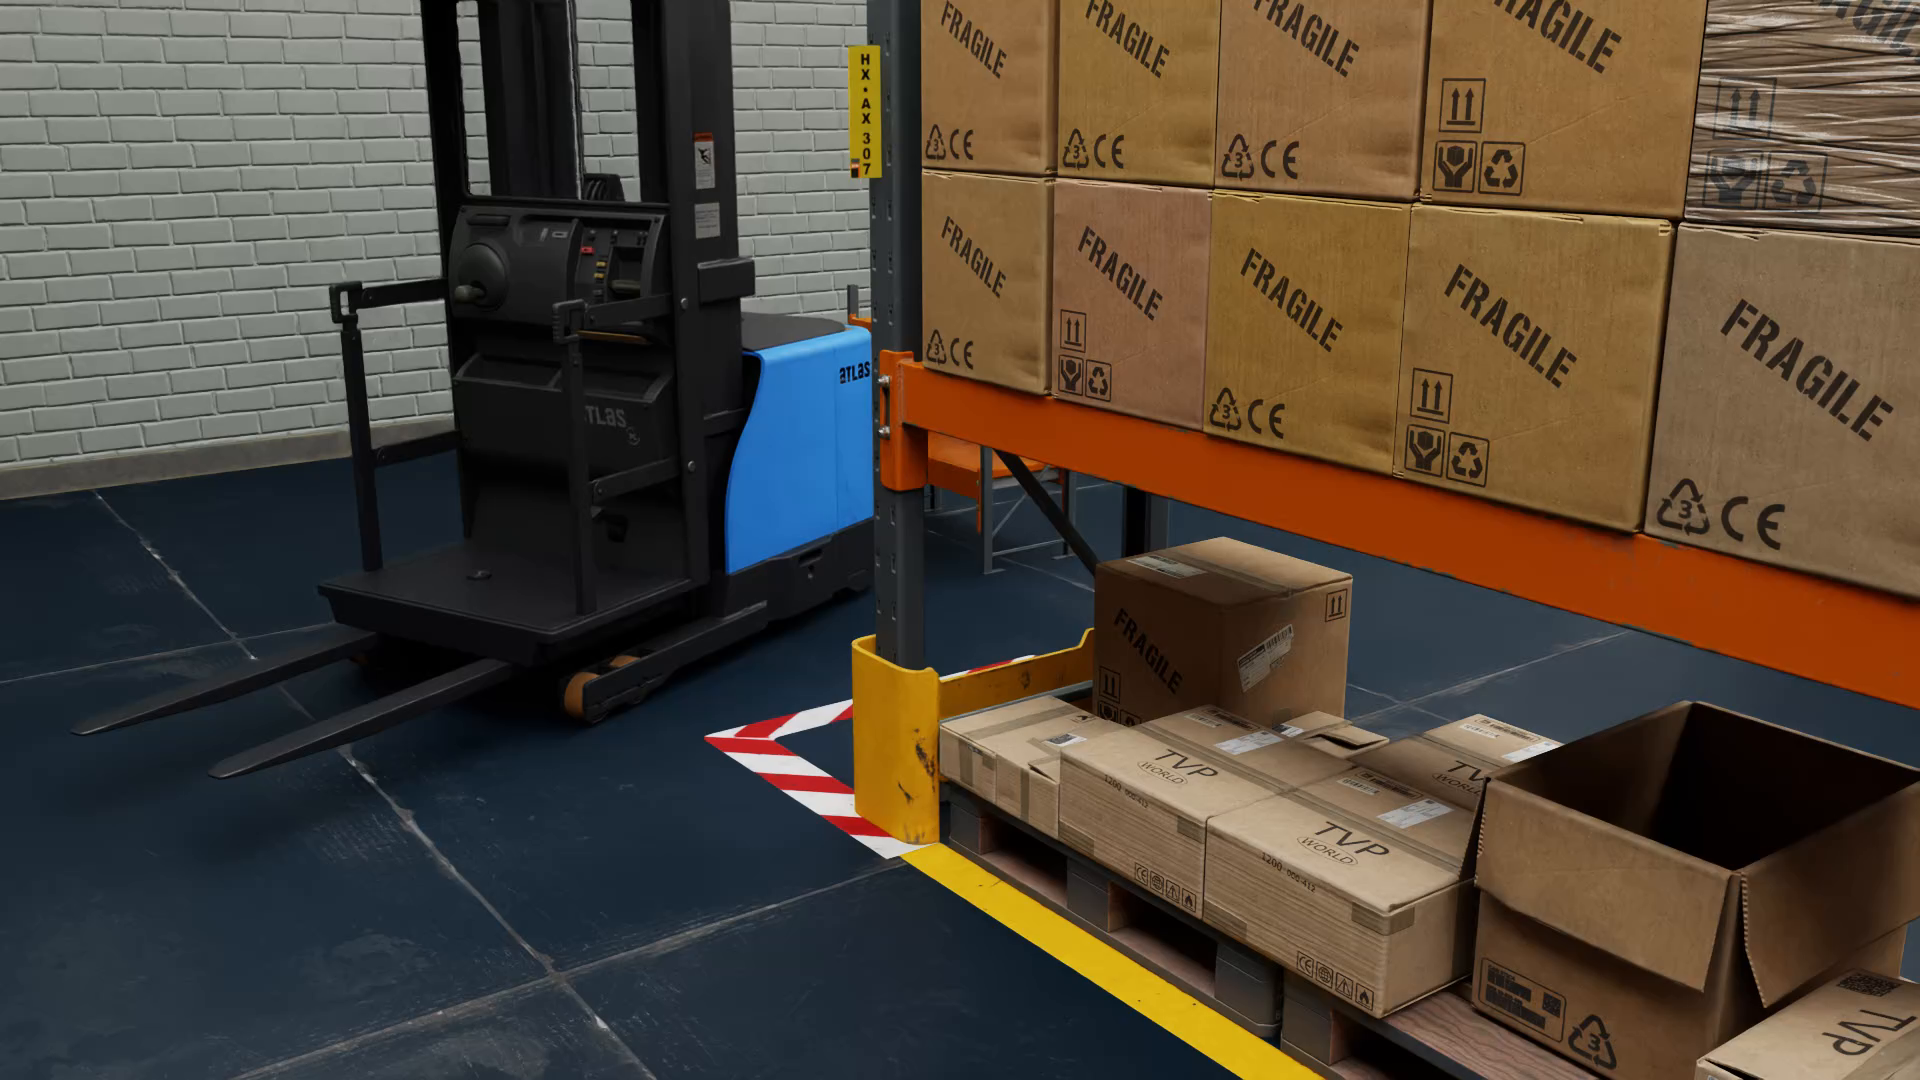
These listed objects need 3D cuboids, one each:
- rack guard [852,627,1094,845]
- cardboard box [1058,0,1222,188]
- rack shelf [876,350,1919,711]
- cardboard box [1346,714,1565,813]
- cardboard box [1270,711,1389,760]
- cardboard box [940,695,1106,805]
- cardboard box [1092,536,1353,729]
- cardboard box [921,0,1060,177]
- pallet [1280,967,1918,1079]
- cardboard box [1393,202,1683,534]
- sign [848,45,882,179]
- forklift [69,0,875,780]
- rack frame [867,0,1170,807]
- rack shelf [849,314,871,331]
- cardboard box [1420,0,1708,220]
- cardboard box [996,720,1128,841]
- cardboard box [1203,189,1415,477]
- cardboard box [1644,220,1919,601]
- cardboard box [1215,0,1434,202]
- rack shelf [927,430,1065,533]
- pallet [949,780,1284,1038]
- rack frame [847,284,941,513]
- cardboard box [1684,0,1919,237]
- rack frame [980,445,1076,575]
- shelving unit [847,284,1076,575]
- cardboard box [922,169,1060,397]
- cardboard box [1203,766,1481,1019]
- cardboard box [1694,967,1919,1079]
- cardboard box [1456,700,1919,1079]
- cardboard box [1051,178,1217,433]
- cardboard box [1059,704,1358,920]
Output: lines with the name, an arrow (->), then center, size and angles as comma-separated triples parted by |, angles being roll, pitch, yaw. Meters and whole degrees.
rack guard -> 0.246, 0.471, 4.909 | 1.175, 0.500, 0.348 | -11, 19, -35
cardboard box -> 0.562, -1.035, 3.594 | 0.500, 0.500, 0.500 | -11, 19, -34
rack shelf -> 1.377, 0.023, 3.173 | 1.077, 0.370, 4.000 | -11, 19, -35
cardboard box -> 1.255, 0.648, 3.900 | 0.500, 0.250, 0.500 | -11, 19, -35
cardboard box -> 0.886, 0.582, 4.303 | 0.380, 0.166, 0.250 | -11, 19, -35
cardboard box -> 0.169, 0.555, 4.435 | 0.380, 0.149, 0.250 | -11, 19, -35
cardboard box -> 0.720, 0.320, 4.626 | 0.500, 0.500, 0.500 | -11, 19, -35
cardboard box -> 0.249, -1.146, 3.997 | 0.500, 0.500, 0.500 | -10, 18, -33
pallet -> 1.429, 1.041, 3.374 | 1.003, 0.211, 1.213 | -11, 19, -35
cardboard box -> 1.142, -0.340, 2.946 | 0.500, 0.500, 0.500 | -11, 19, -34
sign -> -0.238, -1.084, 4.216 | 0.100, 0.325, 0.005 | -11, 19, -35
forklift -> -1.495, -0.956, 5.516 | 1.130, 2.935, 3.031 | 9, 18, 29
rack frame -> 0.201, -0.751, 4.638 | 1.000, 3.000, 0.127 | -11, 19, -35
rack shelf -> -0.004, -0.826, 7.356 | 0.538, 0.278, 1.000 | -11, 19, -35
cardboard box -> 1.152, -0.819, 2.805 | 0.500, 0.500, 0.500 | -11, 19, -35
cardboard box -> 0.316, 0.599, 4.237 | 0.380, 0.166, 0.250 | -11, 19, -35
cardboard box -> 0.849, -0.447, 3.336 | 0.500, 0.500, 0.500 | -11, 19, -35
cardboard box -> 1.444, -0.231, 2.550 | 0.500, 0.500, 0.500 | -10, 18, -33
cardboard box -> 0.853, -0.928, 3.201 | 0.500, 0.500, 0.500 | -11, 19, -34
rack shelf -> -0.004, -0.308, 7.497 | 0.538, 0.278, 1.000 | -11, 19, -35
pallet -> 0.715, 0.780, 4.326 | 1.003, 0.211, 1.213 | -11, 19, -35
rack frame -> -0.303, -0.653, 7.829 | 0.500, 1.125, 0.032 | -11, 19, -35
cardboard box -> 1.447, -0.712, 2.411 | 0.500, 0.500, 0.500 | -11, 19, -34
rack frame -> 0.295, -0.435, 7.036 | 0.500, 1.125, 0.032 | -11, 19, -35
shelving unit -> -0.004, -0.544, 7.433 | 0.538, 1.125, 1.048 | -11, 19, -35
cardboard box -> 0.249, -0.664, 4.129 | 0.500, 0.500, 0.500 | -10, 18, -33
cardboard box -> 0.879, 0.737, 3.578 | 0.500, 0.250, 0.500 | -11, 19, -35
cardboard box -> 1.548, 0.950, 2.683 | 0.500, 0.311, 0.500 | -11, 19, -35
cardboard box -> 1.444, 0.695, 3.252 | 0.797, 0.503, 0.637 | -11, 19, -35
cardboard box -> 0.557, -0.554, 3.730 | 0.500, 0.500, 0.500 | -11, 19, -35
cardboard box -> 0.585, 0.630, 3.968 | 0.500, 0.250, 0.500 | -11, 19, -35
